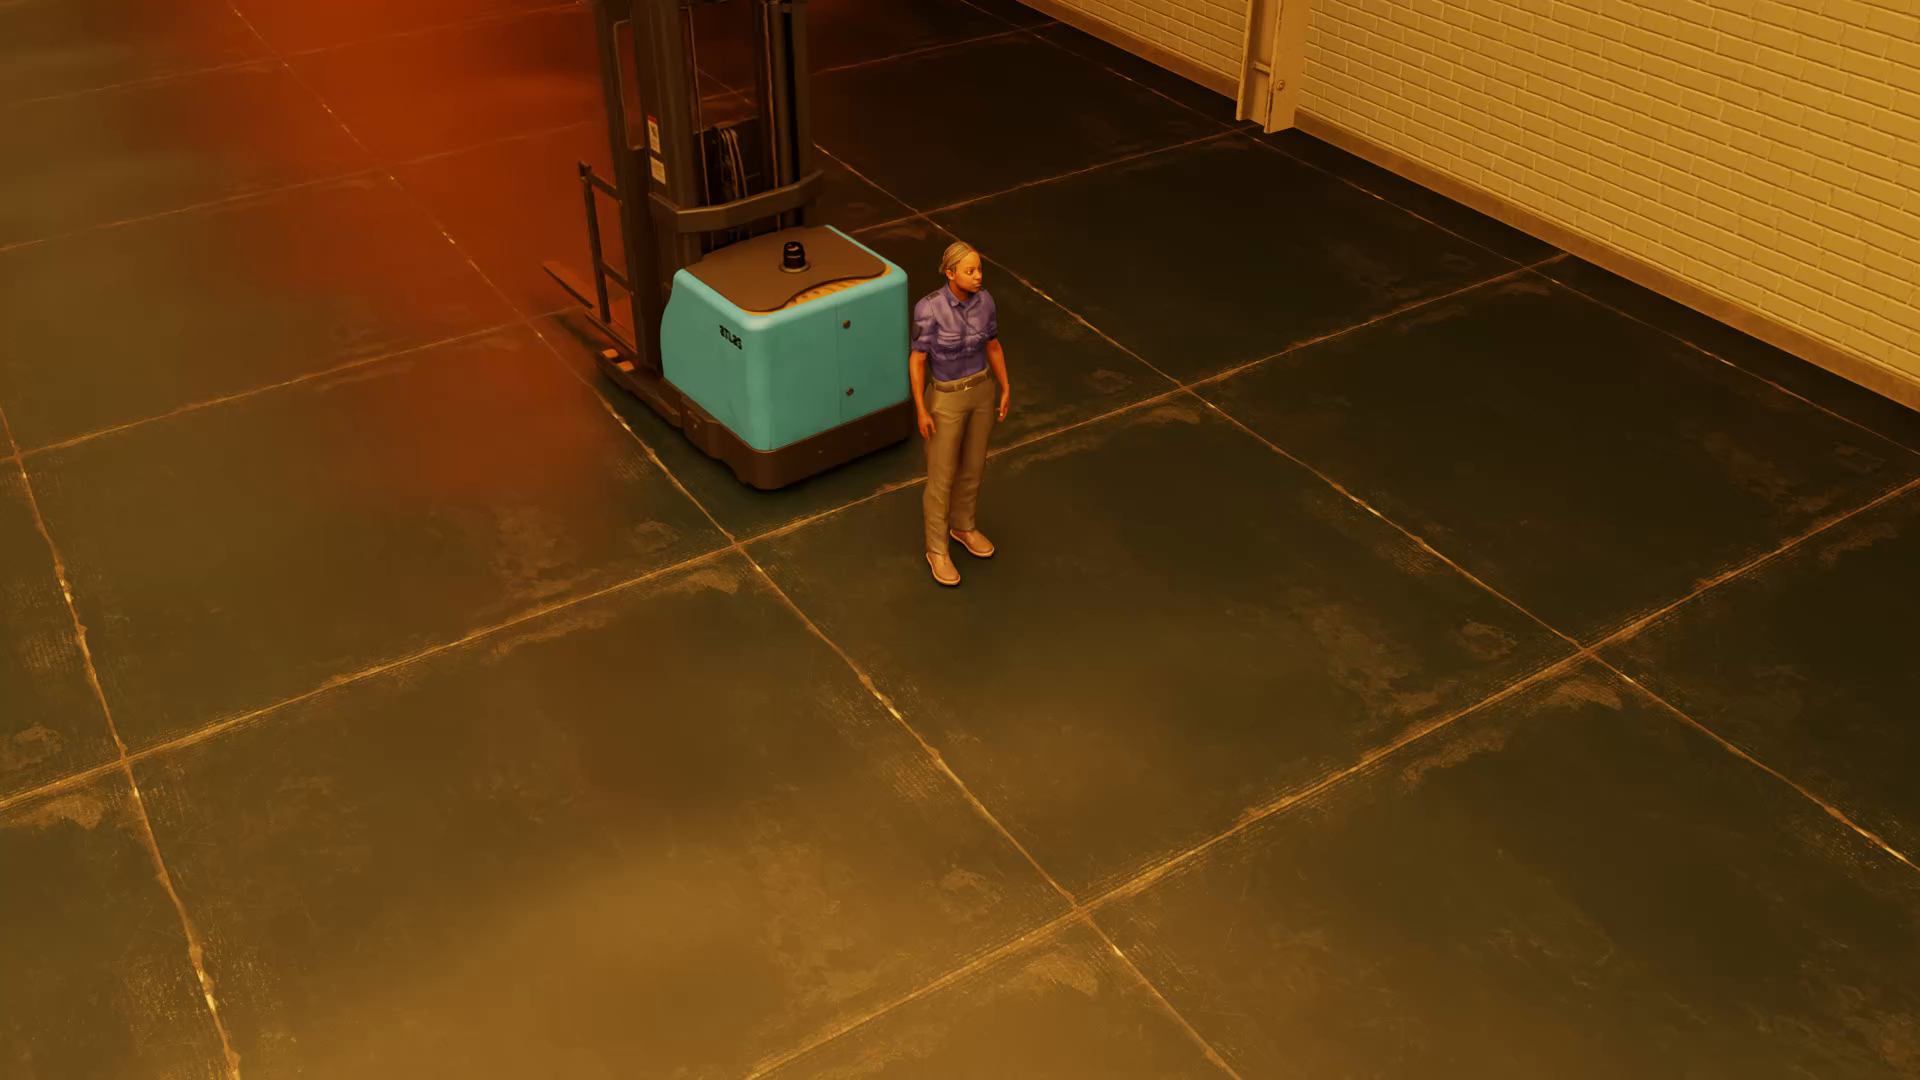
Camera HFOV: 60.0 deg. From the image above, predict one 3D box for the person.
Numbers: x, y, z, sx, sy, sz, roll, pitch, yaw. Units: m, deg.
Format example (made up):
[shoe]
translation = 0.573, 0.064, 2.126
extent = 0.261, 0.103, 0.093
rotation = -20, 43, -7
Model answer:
[person]
translation = 0.031, -0.634, 8.148
extent = 0.569, 1.656, 0.503
rotation = -21, 40, -27

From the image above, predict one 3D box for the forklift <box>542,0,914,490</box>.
[forklift]
translation = -1.557, -2.260, 9.363
extent = 1.130, 2.935, 3.031
rotation = -24, 42, -30
